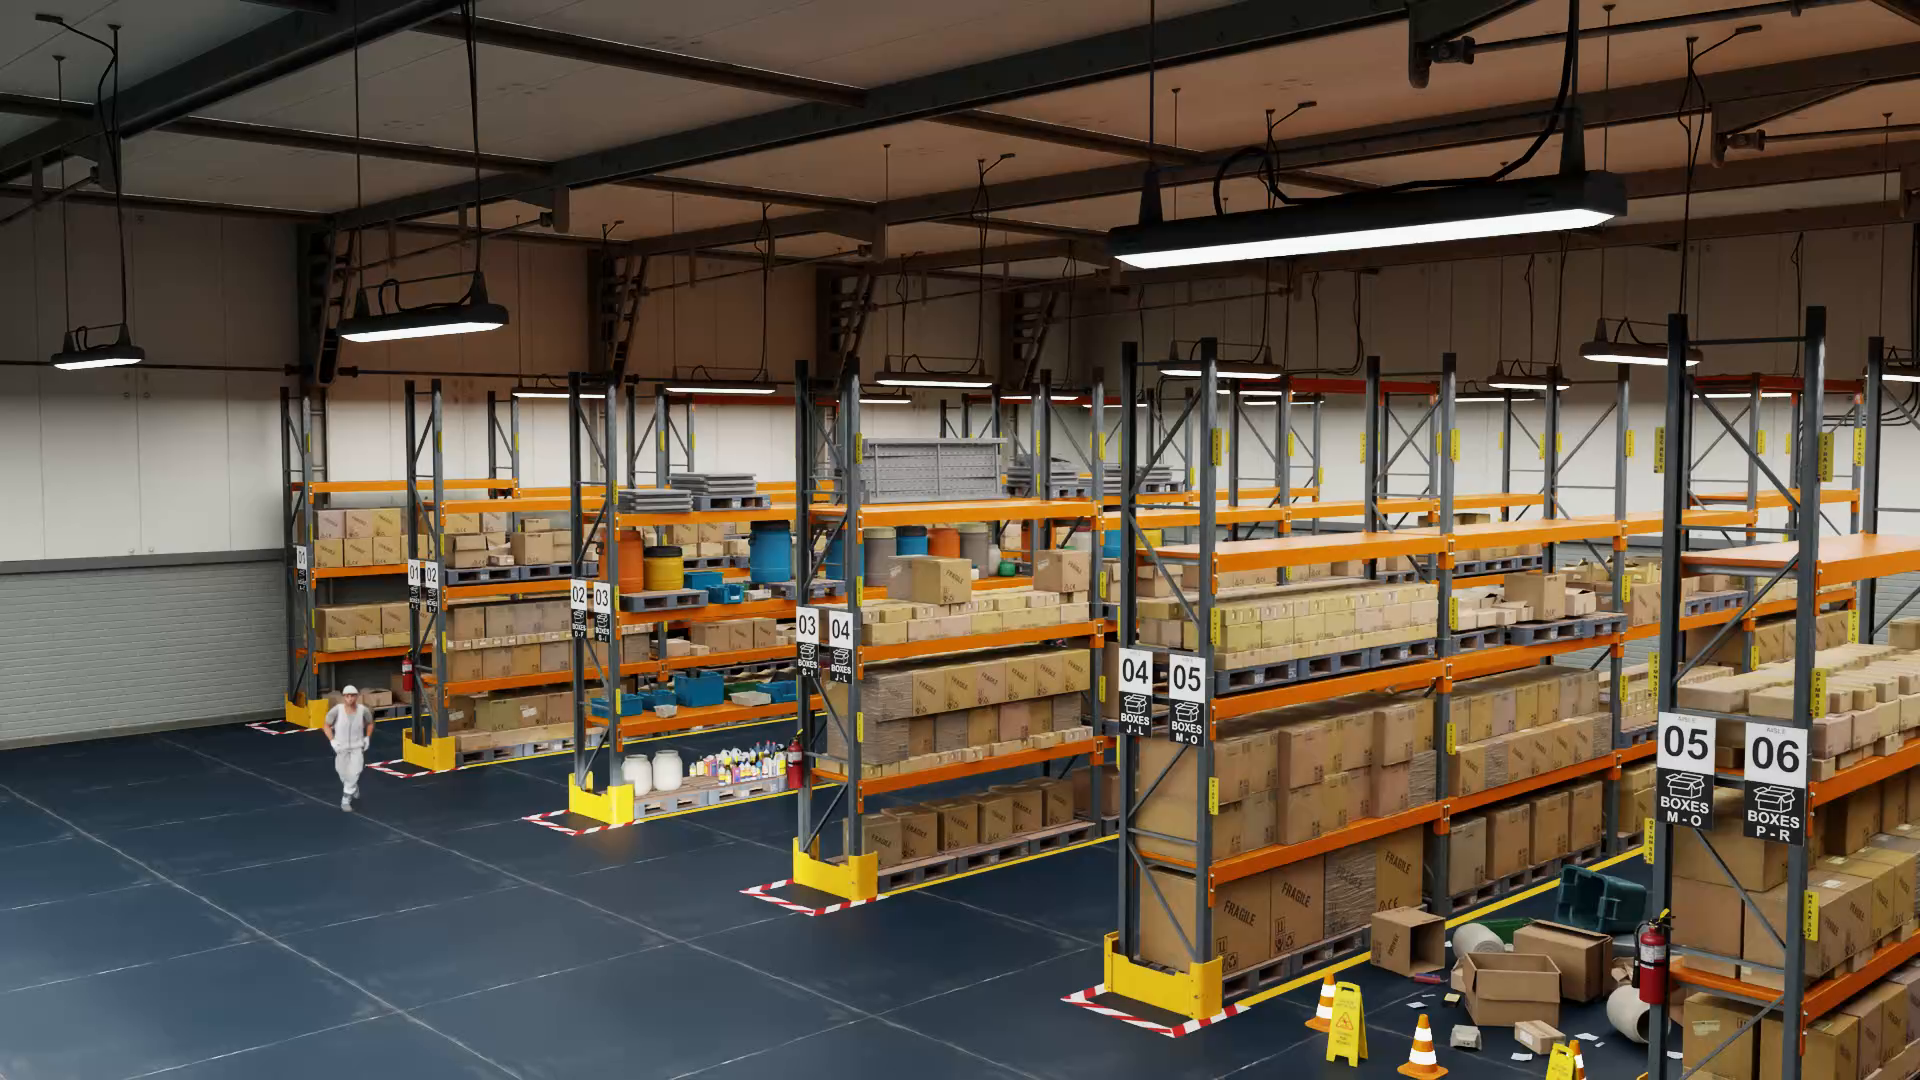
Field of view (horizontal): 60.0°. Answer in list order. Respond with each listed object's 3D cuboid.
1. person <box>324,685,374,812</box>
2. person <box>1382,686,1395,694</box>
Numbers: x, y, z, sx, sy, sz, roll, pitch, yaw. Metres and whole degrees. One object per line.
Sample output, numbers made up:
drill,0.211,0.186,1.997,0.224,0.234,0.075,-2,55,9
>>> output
person,-8.414,2.844,22.913,0.649,1.736,0.630,-1,4,-19
person,6.038,2.847,23.462,0.547,1.646,0.650,-2,4,-33
